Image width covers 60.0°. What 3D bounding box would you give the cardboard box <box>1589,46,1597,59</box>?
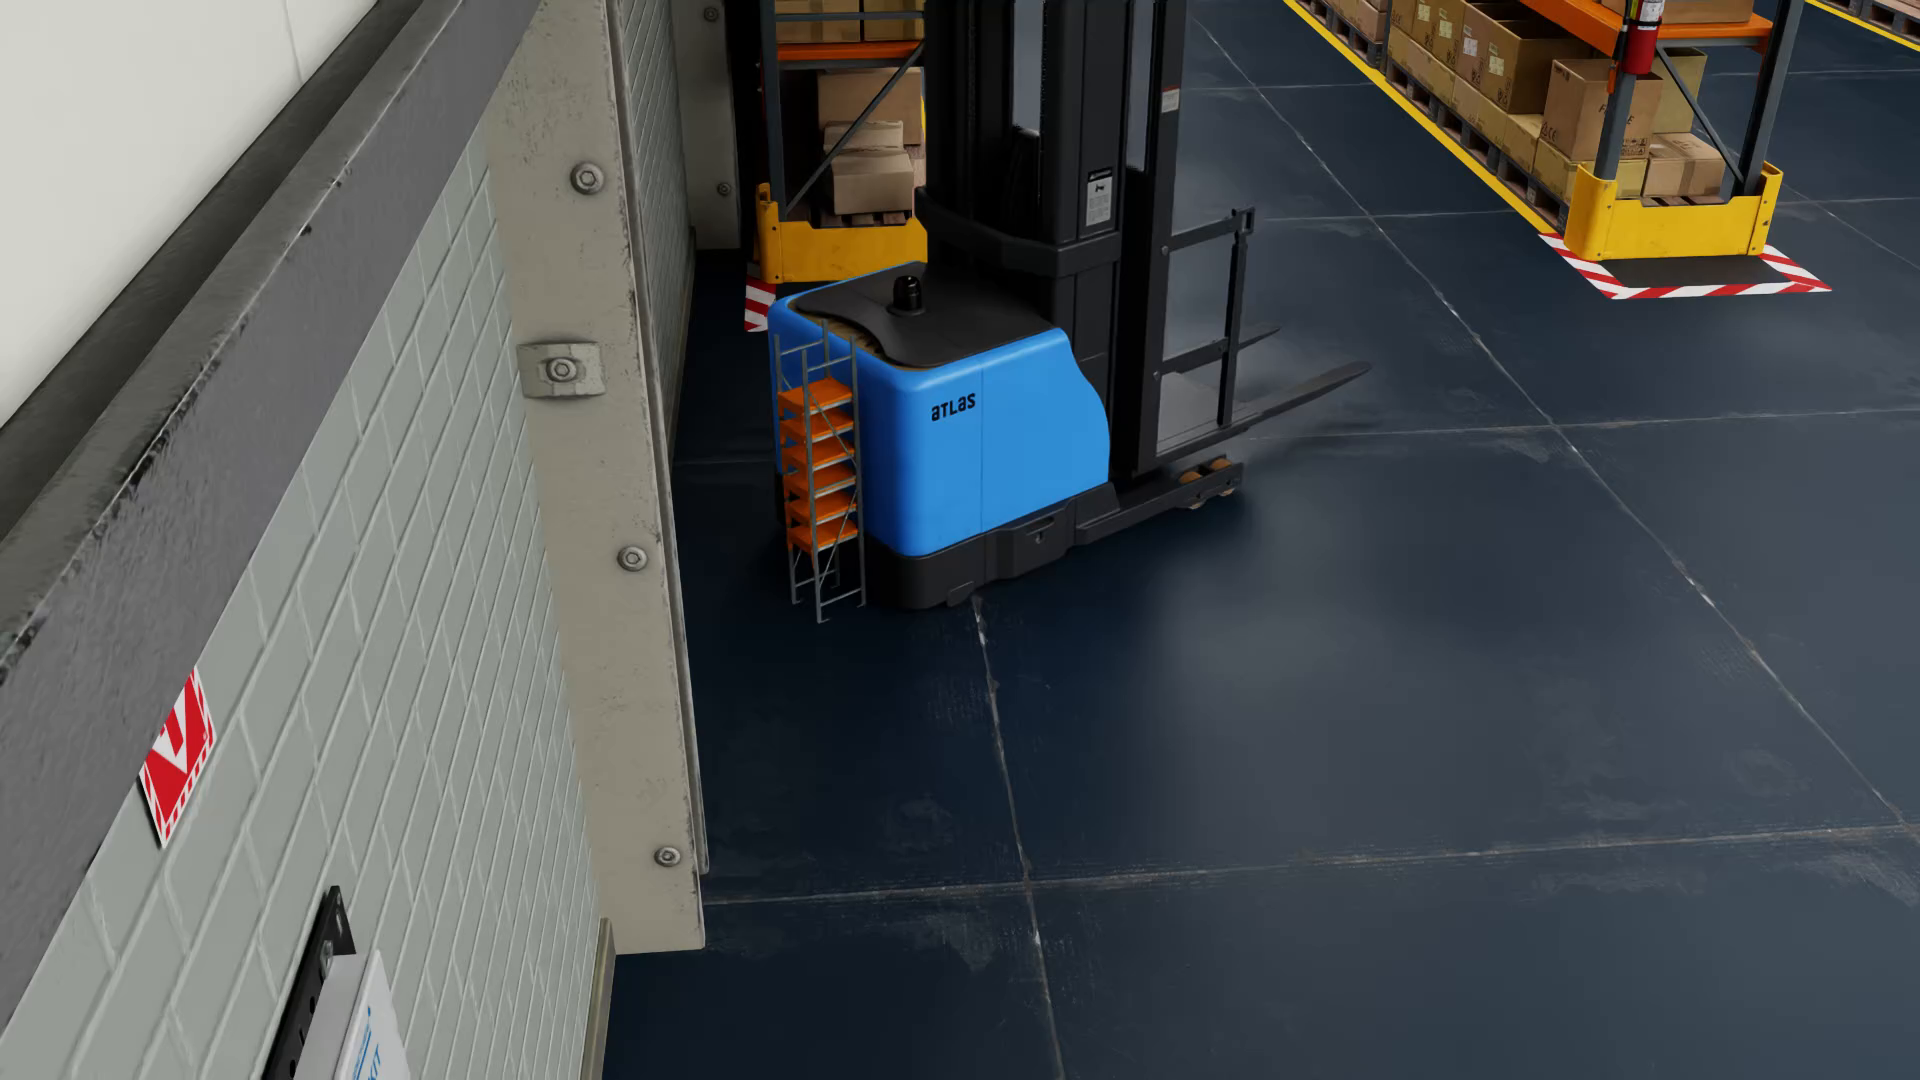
[{"bbox_3d":[4.399,-3.223,11.261,0.500,0.500,0.500,-3,31,-5],"label":"cardboard box"}]

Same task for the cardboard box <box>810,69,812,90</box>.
[{"bbox_3d":[-0.832,-3.497,12.188,0.500,0.500,0.500,-5,31,-8],"label":"cardboard box"}]

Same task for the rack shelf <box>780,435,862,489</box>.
[{"bbox_3d":[-0.540,-0.315,6.459,0.258,0.103,0.180,-22,37,-32],"label":"rack shelf"}]

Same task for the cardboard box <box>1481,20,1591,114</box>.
[{"bbox_3d":[3.882,-3.198,11.219,0.500,0.500,0.500,-3,31,-5],"label":"cardboard box"}]

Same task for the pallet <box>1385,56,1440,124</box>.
[{"bbox_3d":[3.995,-3.544,12.977,1.003,0.211,1.213,-3,31,-5],"label":"pallet"}]

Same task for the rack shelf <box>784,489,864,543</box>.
[{"bbox_3d":[-0.538,-0.110,6.583,0.258,0.103,0.180,-22,37,-32],"label":"rack shelf"}]

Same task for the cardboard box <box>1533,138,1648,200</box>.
[{"bbox_3d":[3.992,-2.366,10.558,0.500,0.250,0.500,-3,31,-5],"label":"cardboard box"}]

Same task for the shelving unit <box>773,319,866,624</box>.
[{"bbox_3d":[-0.539,-0.251,6.498,0.258,1.200,0.189,-22,37,-32],"label":"shelving unit"}]

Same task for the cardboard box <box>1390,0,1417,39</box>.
[{"bbox_3d":[3.694,-4.219,12.928,0.500,0.500,0.500,-3,31,-5],"label":"cardboard box"}]

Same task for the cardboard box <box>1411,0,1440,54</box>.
[{"bbox_3d":[3.749,-3.964,12.501,0.500,0.500,0.500,-3,31,-5],"label":"cardboard box"}]

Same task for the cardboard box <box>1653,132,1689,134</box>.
[{"bbox_3d":[4.457,-2.646,11.026,0.500,0.250,0.500,-3,31,-5],"label":"cardboard box"}]

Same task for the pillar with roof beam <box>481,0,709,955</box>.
[{"bbox_3d":[3.325,-2.902,3.332,9.100,9.000,0.400,-3,31,-5],"label":"pillar with roof beam"}]

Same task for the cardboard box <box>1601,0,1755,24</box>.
[{"bbox_3d":[4.305,-3.388,9.900,0.700,0.500,0.500,-3,31,-5],"label":"cardboard box"}]

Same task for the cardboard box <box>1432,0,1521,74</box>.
[{"bbox_3d":[3.788,-3.708,12.073,0.500,0.500,0.500,-3,31,-5],"label":"cardboard box"}]

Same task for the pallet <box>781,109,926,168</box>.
[{"bbox_3d":[-0.754,-2.747,11.643,1.003,0.211,1.213,-3,31,-5],"label":"pallet"}]

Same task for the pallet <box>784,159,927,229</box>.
[{"bbox_3d":[-0.643,-2.125,10.602,1.003,0.211,1.213,-3,31,-5],"label":"pallet"}]

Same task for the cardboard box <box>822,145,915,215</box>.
[{"bbox_3d":[-0.571,-2.259,10.300,0.500,0.311,0.500,-6,31,-10],"label":"cardboard box"}]

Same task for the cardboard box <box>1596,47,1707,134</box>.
[{"bbox_3d":[4.459,-2.968,10.834,0.500,0.500,0.500,-3,31,-5],"label":"cardboard box"}]

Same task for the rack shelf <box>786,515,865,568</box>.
[{"bbox_3d":[-0.538,-0.007,6.645,0.258,0.103,0.180,-22,37,-32],"label":"rack shelf"}]

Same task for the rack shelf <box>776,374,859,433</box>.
[{"bbox_3d":[-0.541,-0.521,6.335,0.258,0.103,0.180,-22,37,-32],"label":"rack shelf"}]

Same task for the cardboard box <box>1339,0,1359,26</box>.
[{"bbox_3d":[3.590,-4.605,14.306,0.500,0.250,0.500,-3,31,-5],"label":"cardboard box"}]

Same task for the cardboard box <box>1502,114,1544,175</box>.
[{"bbox_3d":[3.933,-2.621,10.984,0.500,0.250,0.500,-3,31,-5],"label":"cardboard box"}]

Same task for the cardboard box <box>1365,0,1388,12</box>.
[{"bbox_3d":[3.639,-4.582,13.721,0.500,0.311,0.500,-3,31,-5],"label":"cardboard box"}]

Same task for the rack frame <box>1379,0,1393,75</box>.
[{"bbox_3d":[3.962,-5.149,12.945,1.000,3.000,0.127,-3,31,-5],"label":"rack frame"}]

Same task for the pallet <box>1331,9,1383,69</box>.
[{"bbox_3d":[3.855,-4.326,14.286,1.003,0.211,1.213,-3,31,-5],"label":"pallet"}]

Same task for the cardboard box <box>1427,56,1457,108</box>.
[{"bbox_3d":[3.787,-3.386,12.266,0.500,0.250,0.500,-3,31,-5],"label":"cardboard box"}]

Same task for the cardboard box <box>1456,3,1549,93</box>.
[{"bbox_3d":[3.836,-3.453,11.646,0.500,0.500,0.500,-3,31,-5],"label":"cardboard box"}]

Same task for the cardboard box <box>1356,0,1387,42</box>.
[{"bbox_3d":[3.635,-4.346,13.873,0.500,0.250,0.500,-3,31,-5],"label":"cardboard box"}]

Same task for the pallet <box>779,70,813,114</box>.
[{"bbox_3d":[-0.871,-3.371,12.688,1.003,0.211,1.213,-3,31,-5],"label":"pallet"}]

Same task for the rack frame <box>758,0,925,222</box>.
[{"bbox_3d":[-0.595,-2.867,9.125,1.000,3.000,0.127,-3,31,-5],"label":"rack frame"}]

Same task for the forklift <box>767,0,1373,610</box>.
[{"bbox_3d":[0.665,-1.588,7.051,3.031,2.935,1.130,-22,37,-32],"label":"forklift"}]

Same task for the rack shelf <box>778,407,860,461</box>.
[{"bbox_3d":[-0.540,-0.418,6.397,0.258,0.103,0.180,-22,37,-32],"label":"rack shelf"}]

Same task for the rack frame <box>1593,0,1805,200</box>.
[{"bbox_3d":[4.336,-3.106,9.526,1.000,3.000,0.127,-3,31,-5],"label":"rack frame"}]

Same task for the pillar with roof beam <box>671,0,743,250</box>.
[{"bbox_3d":[2.764,-5.965,8.461,9.100,9.000,0.400,-3,31,-5],"label":"pillar with roof beam"}]

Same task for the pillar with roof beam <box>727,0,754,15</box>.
[{"bbox_3d":[2.203,-9.028,13.589,9.100,9.000,0.400,-3,31,-5],"label":"pillar with roof beam"}]

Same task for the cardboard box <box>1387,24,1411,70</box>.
[{"bbox_3d":[3.704,-3.897,13.121,0.500,0.250,0.500,-3,31,-5],"label":"cardboard box"}]

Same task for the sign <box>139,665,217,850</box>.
[{"bbox_3d":[-0.867,0.157,1.801,0.001,0.298,0.199,-3,31,-5],"label":"sign"}]

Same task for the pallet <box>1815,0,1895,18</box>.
[{"bbox_3d":[8.665,-5.210,15.767,1.003,0.211,1.213,-3,31,-5],"label":"pallet"}]

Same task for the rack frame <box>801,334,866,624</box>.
[{"bbox_3d":[-0.482,-0.214,6.436,0.240,1.200,0.006,-22,37,-32],"label":"rack frame"}]

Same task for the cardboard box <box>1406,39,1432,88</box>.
[{"bbox_3d":[3.746,-3.642,12.694,0.500,0.250,0.500,-3,31,-5],"label":"cardboard box"}]

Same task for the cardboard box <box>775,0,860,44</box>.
[{"bbox_3d":[-0.832,-3.041,9.542,0.500,0.250,0.500,-2,31,-4],"label":"cardboard box"}]

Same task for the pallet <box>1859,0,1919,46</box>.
[{"bbox_3d":[8.782,-4.586,14.722,1.003,0.211,1.213,-3,31,-5],"label":"pallet"}]

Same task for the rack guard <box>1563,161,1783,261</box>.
[{"bbox_3d":[4.338,-2.021,10.146,1.175,0.500,0.348,-3,31,-5],"label":"rack guard"}]

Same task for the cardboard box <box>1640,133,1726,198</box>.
[{"bbox_3d":[4.508,-2.391,10.599,0.500,0.250,0.500,-3,31,-5],"label":"cardboard box"}]

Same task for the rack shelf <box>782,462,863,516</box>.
[{"bbox_3d":[-0.539,-0.213,6.521,0.258,0.103,0.180,-22,37,-32],"label":"rack shelf"}]

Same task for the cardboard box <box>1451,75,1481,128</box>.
[{"bbox_3d":[3.840,-3.131,11.839,0.500,0.250,0.500,-3,31,-5],"label":"cardboard box"}]

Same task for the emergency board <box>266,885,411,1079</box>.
[{"bbox_3d":[-0.769,1.144,2.410,0.194,1.169,0.643,-3,31,-5],"label":"emergency board"}]

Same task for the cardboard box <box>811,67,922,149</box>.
[{"bbox_3d":[-0.643,-3.008,11.370,0.700,0.500,0.500,-5,31,-8],"label":"cardboard box"}]

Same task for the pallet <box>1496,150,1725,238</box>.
[{"bbox_3d":[4.223,-2.298,10.891,1.003,0.211,1.213,-3,31,-5],"label":"pallet"}]

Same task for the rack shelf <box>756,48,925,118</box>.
[{"bbox_3d":[-0.782,-3.579,11.019,1.077,0.370,4.000,-3,31,-5],"label":"rack shelf"}]

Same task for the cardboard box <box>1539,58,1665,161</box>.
[{"bbox_3d":[3.990,-2.688,10.365,0.500,0.500,0.500,-3,31,-5],"label":"cardboard box"}]

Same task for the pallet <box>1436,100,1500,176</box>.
[{"bbox_3d":[4.112,-2.919,11.931,1.003,0.211,1.213,-3,31,-5],"label":"pallet"}]

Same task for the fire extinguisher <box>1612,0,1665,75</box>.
[{"bbox_3d":[3.885,-2.991,9.407,0.296,0.674,0.183,-3,31,-5],"label":"fire extinguisher"}]

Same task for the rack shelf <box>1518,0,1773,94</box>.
[{"bbox_3d":[4.149,-3.819,11.420,1.077,0.370,4.000,-3,31,-5],"label":"rack shelf"}]

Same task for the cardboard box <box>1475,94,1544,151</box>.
[{"bbox_3d":[3.885,-2.876,11.411,0.500,0.250,0.500,-3,31,-5],"label":"cardboard box"}]

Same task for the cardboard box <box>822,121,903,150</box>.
[{"bbox_3d":[-0.624,-2.550,10.788,0.500,0.311,0.500,0,31,0],"label":"cardboard box"}]

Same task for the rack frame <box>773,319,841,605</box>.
[{"bbox_3d":[-0.596,-0.287,6.560,0.240,1.200,0.006,-22,37,-32],"label":"rack frame"}]

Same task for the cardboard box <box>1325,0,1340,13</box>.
[{"bbox_3d":[3.541,-4.866,14.743,0.500,0.250,0.500,-2,31,-3],"label":"cardboard box"}]

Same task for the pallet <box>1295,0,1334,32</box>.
[{"bbox_3d":[3.738,-4.950,15.331,1.003,0.211,1.213,-3,31,-5],"label":"pallet"}]
